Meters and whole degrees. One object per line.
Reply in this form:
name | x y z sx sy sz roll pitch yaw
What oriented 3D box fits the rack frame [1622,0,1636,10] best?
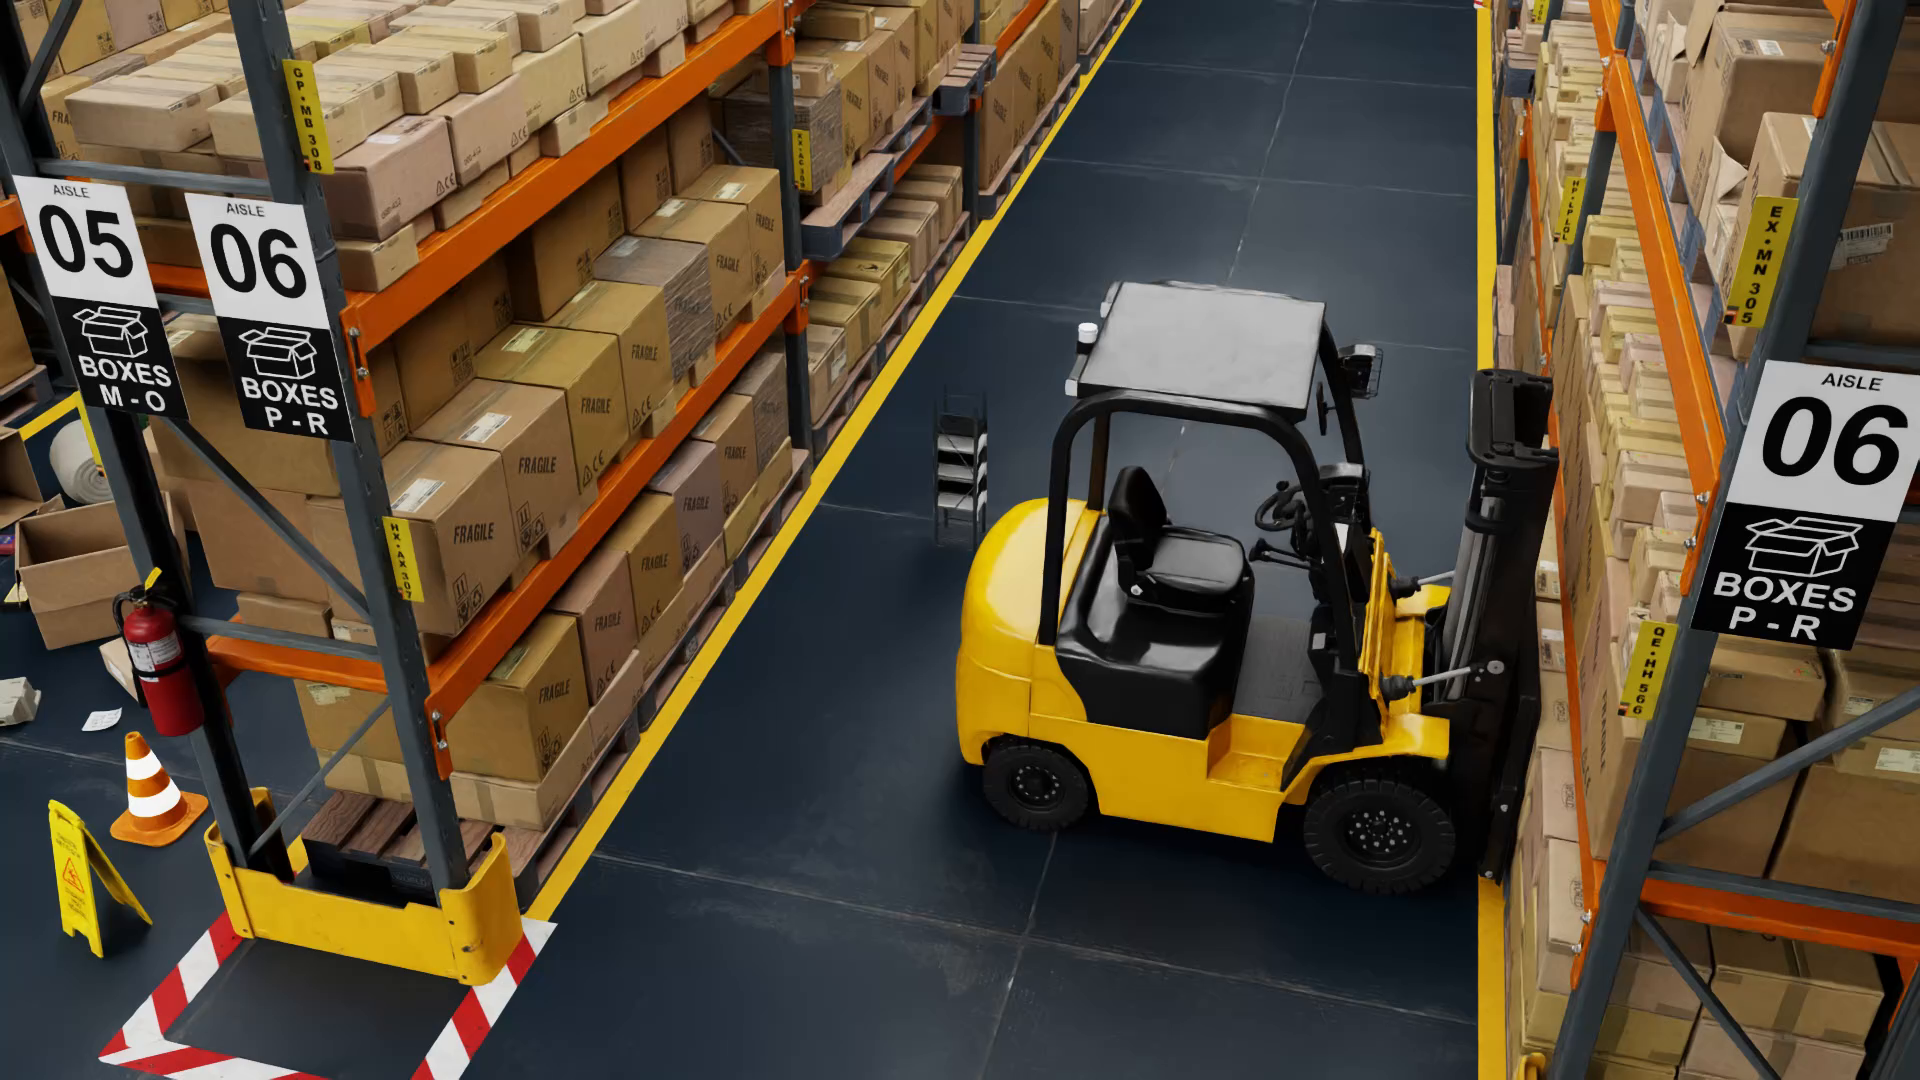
rack frame | 3.435 -3.576 6.487 1.000 3.000 0.127 8 33 12

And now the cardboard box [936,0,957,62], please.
cardboard box | -0.320 -3.595 11.348 0.500 0.500 0.500 7 33 12

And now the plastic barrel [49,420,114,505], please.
plastic barrel | -4.985 -0.455 9.571 0.421 0.421 0.512 -21 38 -29

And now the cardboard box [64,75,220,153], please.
cardboard box | -2.583 -1.354 5.280 0.380 0.149 0.250 8 33 13

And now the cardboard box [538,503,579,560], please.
cardboard box | -1.791 -0.069 6.798 0.380 0.149 0.250 9 33 13

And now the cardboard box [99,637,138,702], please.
cardboard box | -4.004 0.606 8.158 0.380 0.149 0.250 28 42 36

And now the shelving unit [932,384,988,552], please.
shelving unit | 0.002 -0.384 9.015 0.258 0.900 0.210 8 33 12

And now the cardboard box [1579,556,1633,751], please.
cardboard box | 2.431 0.430 5.684 0.500 0.500 0.500 9 34 14

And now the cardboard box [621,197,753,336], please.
cardboard box | -1.364 -1.353 8.212 0.500 0.500 0.500 9 34 14

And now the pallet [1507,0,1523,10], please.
pallet | 5.156 -4.715 14.049 1.003 0.211 1.213 8 33 12

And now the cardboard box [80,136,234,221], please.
cardboard box | -2.514 -1.273 5.523 0.500 0.250 0.500 8 33 12

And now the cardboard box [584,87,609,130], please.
cardboard box | -1.633 -1.744 6.635 0.380 0.149 0.250 7 33 11

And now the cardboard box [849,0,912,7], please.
cardboard box | -0.495 -3.525 10.633 0.380 0.149 0.250 6 33 10

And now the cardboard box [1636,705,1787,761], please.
cardboard box | 2.236 0.497 4.974 0.380 0.149 0.250 8 33 13

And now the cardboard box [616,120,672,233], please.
cardboard box | -1.840 -1.847 8.057 0.700 0.500 0.500 8 33 13

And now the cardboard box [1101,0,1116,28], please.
cardboard box | 1.152 -5.741 17.482 0.875 0.438 0.875 7 33 11

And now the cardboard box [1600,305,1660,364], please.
cardboard box | 2.827 -0.821 6.771 0.380 0.149 0.250 8 33 12

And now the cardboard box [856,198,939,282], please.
cardboard box | -0.685 -2.186 11.951 0.950 0.372 0.625 7 33 11

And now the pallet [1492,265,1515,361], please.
pallet | 4.203 -1.521 11.446 1.003 0.211 1.213 8 33 12

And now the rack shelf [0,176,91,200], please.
rack shelf | -5.674 -3.074 11.960 1.077 0.370 4.000 8 33 12

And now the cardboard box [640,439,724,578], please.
cardboard box | -1.514 -0.179 8.208 0.500 0.500 0.500 10 34 15

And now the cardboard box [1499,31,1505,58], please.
cardboard box | 5.413 -4.733 16.057 0.396 0.266 0.258 9 34 14

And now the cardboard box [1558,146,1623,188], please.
cardboard box | 3.406 -1.978 8.868 0.380 0.149 0.250 7 33 11

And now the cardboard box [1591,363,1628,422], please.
cardboard box | 2.746 -0.570 6.653 0.380 0.149 0.250 7 33 11

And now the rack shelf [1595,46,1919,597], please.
rack shelf | 2.927 -0.969 5.852 1.077 0.370 4.000 8 33 12

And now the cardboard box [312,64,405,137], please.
cardboard box | -2.047 -1.428 5.396 0.380 0.149 0.250 8 33 12

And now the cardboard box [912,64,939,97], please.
cardboard box | -0.355 -3.103 11.177 0.380 0.149 0.250 9 33 13

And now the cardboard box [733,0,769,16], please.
cardboard box | -1.152 -2.672 8.096 0.380 0.149 0.250 8 33 13

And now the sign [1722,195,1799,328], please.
sign | 1.898 -0.656 3.938 0.100 0.325 0.005 8 33 12

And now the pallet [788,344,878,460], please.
pallet | -1.171 -0.946 10.541 1.003 0.211 1.213 8 33 12

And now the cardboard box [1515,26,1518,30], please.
cardboard box | 5.116 -4.442 14.775 0.380 0.149 0.250 10 34 15

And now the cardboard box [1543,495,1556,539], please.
cardboard box | 2.869 -0.011 7.711 0.500 0.250 0.500 8 33 12

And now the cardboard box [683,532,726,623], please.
cardboard box | -1.517 0.149 8.391 0.500 0.250 0.500 9 33 13

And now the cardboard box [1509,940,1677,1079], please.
cardboard box | 2.233 1.728 5.908 0.500 0.250 0.500 8 33 13

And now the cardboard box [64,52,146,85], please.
cardboard box | -5.660 -2.880 10.891 0.500 0.500 0.500 8 33 13

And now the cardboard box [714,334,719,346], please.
cardboard box | -1.429 -1.021 8.295 0.380 0.149 0.250 8 33 12

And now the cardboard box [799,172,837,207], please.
cardboard box | -0.922 -2.033 9.495 0.380 0.149 0.250 8 33 13

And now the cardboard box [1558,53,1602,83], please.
cardboard box | 3.923 -2.898 10.314 0.380 0.149 0.250 8 33 13

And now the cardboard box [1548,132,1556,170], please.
cardboard box | 3.717 -2.273 9.704 0.500 0.250 0.500 8 33 13

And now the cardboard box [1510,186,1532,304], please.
cardboard box | 4.278 -1.973 11.380 0.875 0.625 0.625 9 34 14

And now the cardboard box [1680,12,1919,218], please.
cardboard box | 2.653 -1.277 5.089 0.700 0.500 0.500 8 33 13

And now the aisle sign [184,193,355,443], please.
aisle sign | -2.099 -0.665 5.077 0.394 0.787 0.004 8 33 12

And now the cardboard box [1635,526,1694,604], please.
cardboard box | 2.379 0.104 5.316 0.380 0.149 0.250 9 33 13

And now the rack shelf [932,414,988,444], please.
rack shelf | 0.002 -0.584 8.888 0.258 0.077 0.200 8 33 12

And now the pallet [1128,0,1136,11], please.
pallet | 1.550 -6.343 19.031 1.003 0.211 1.213 8 33 12

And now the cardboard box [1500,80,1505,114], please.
cardboard box | 5.124 -4.098 14.838 0.500 0.500 0.500 9 34 14

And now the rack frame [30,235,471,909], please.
rack frame | -2.383 0.358 5.892 1.000 3.000 0.127 8 33 12

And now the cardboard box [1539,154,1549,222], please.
cardboard box | 3.711 -2.062 9.838 0.500 0.250 0.500 9 34 14

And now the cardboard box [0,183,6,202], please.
cardboard box | -6.263 -2.210 9.790 0.875 0.550 0.550 8 33 12

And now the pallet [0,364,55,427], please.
pallet | -6.450 -0.779 10.278 1.003 0.211 1.213 8 33 12
